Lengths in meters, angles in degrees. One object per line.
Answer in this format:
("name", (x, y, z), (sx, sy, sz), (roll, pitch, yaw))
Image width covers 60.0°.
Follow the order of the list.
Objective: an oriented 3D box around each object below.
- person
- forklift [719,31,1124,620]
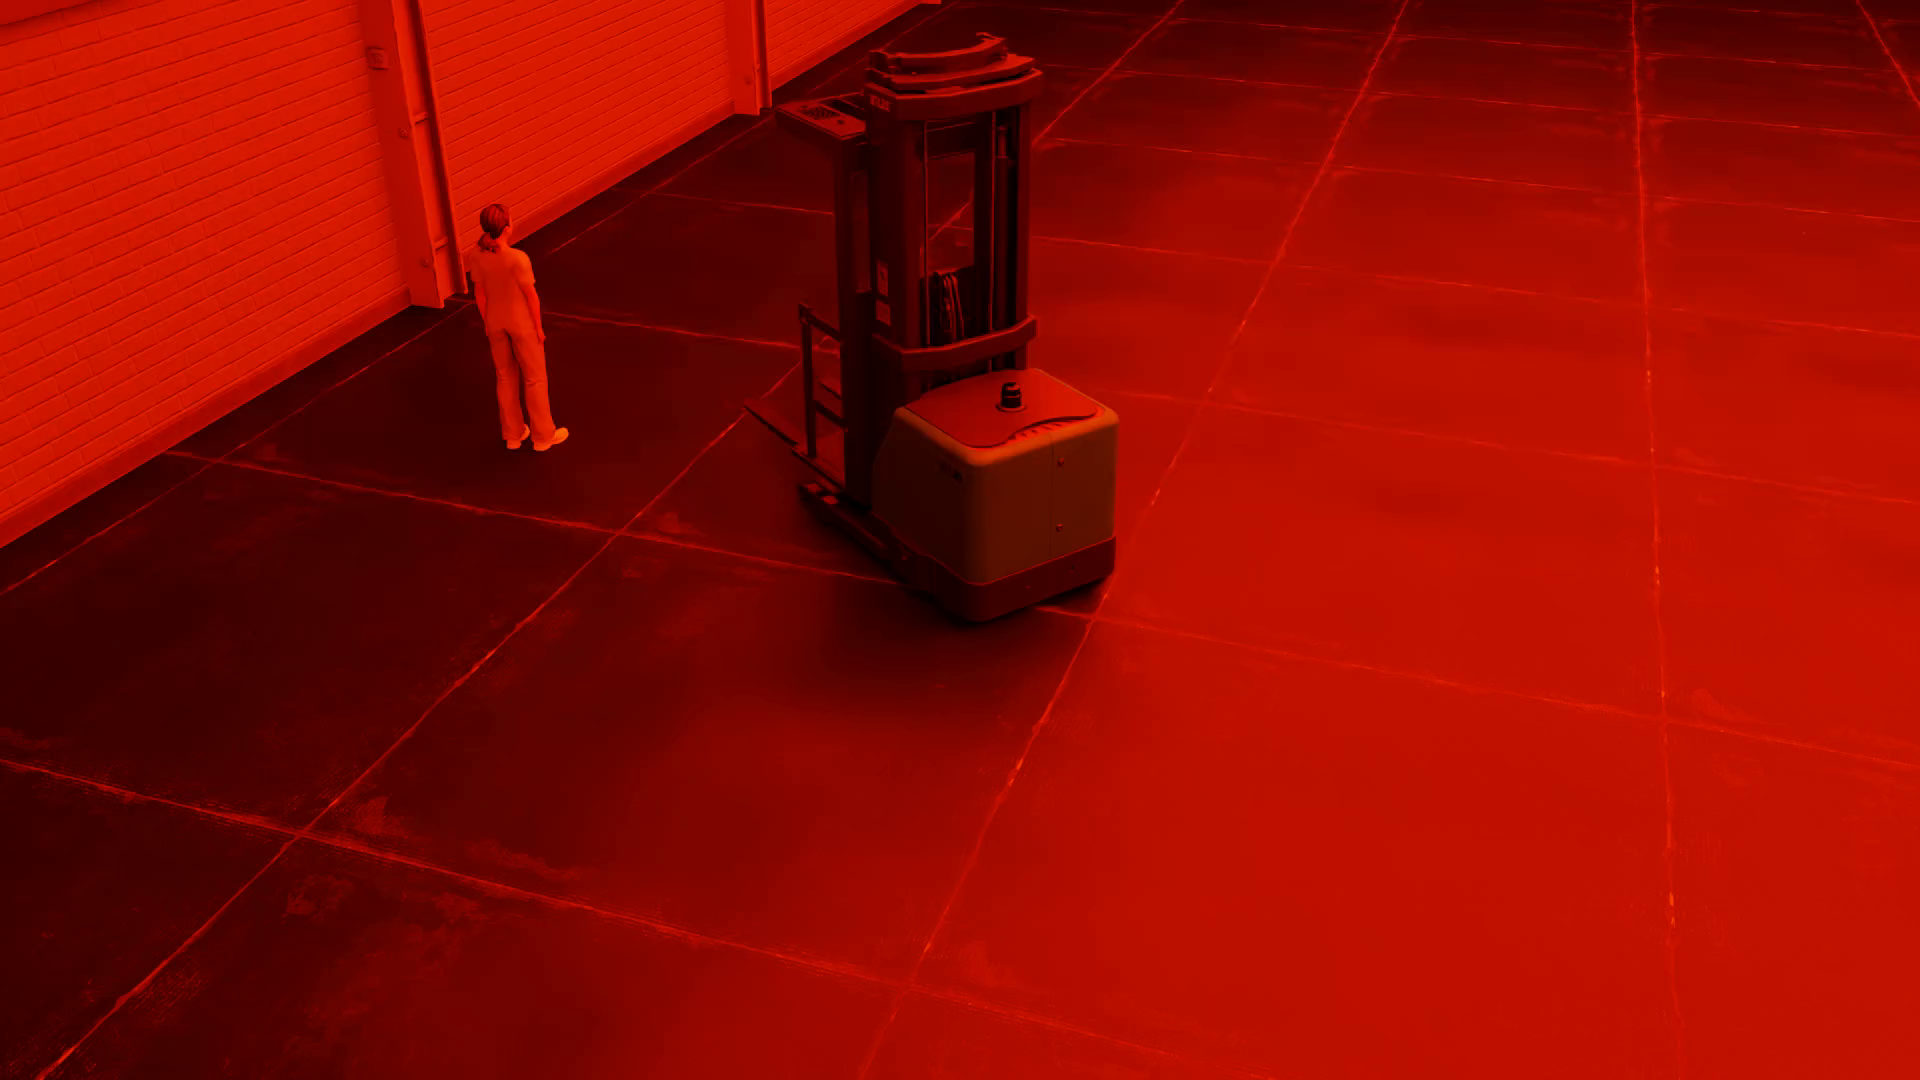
("person", (-2.909, -1.381, 10.831), (0.431, 1.672, 0.371), (7, 31, 13))
("forklift", (-0.399, -1.488, 9.746), (1.130, 2.935, 3.031), (-22, 37, -34))
